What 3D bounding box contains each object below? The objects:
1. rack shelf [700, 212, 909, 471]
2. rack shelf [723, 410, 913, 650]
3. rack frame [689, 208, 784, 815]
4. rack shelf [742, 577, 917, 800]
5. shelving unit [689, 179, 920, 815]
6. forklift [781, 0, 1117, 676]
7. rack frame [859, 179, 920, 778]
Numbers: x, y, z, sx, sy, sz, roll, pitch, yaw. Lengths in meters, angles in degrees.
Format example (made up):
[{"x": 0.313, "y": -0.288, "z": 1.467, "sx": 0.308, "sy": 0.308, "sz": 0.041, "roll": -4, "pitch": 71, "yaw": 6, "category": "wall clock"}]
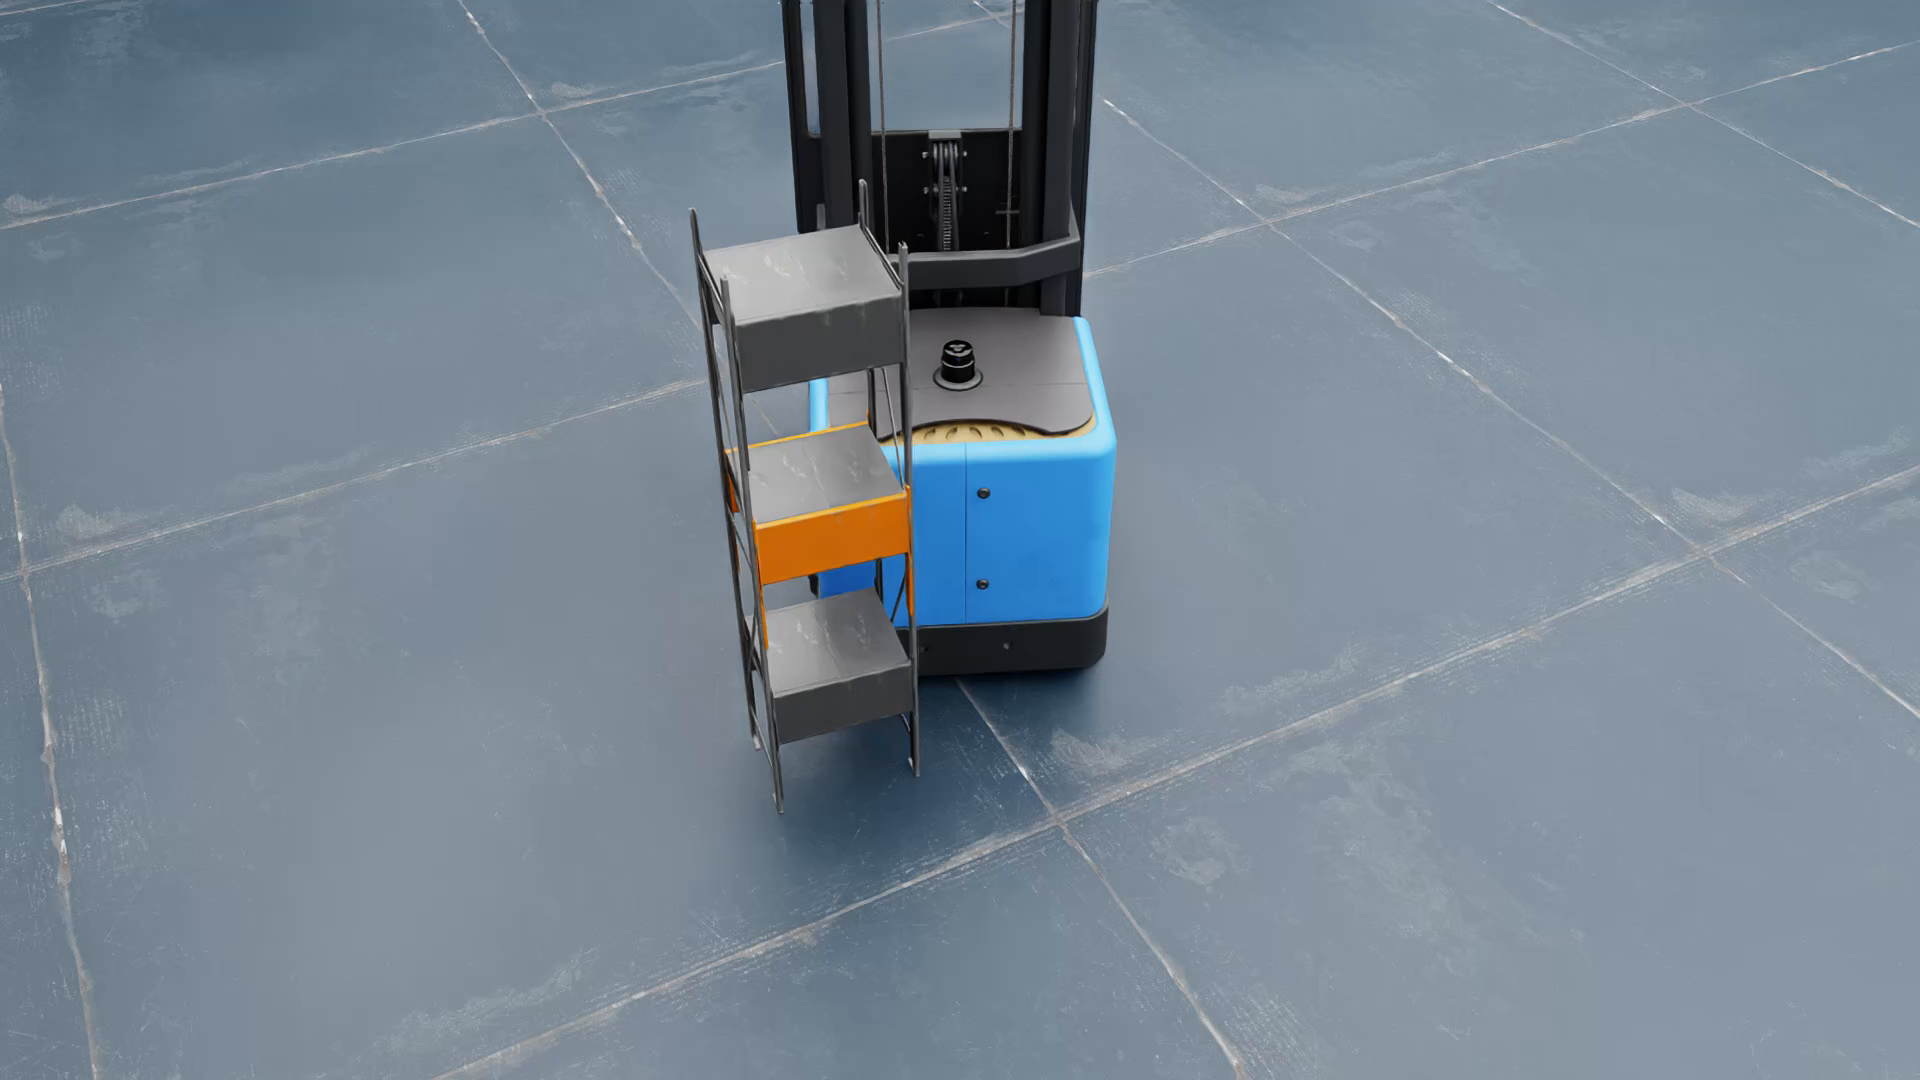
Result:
[{"x": -0.443, "y": -0.568, "z": 4.733, "sx": 0.480, "sy": 0.518, "sz": 0.431, "roll": -13, "pitch": 42, "yaw": -15, "category": "rack shelf"}, {"x": -0.443, "y": -0.034, "z": 5.186, "sx": 0.480, "sy": 0.518, "sz": 0.431, "roll": -13, "pitch": 42, "yaw": -15, "category": "rack shelf"}, {"x": -0.673, "y": 0.009, "z": 5.115, "sx": 0.015, "sy": 2.100, "sz": 0.400, "roll": -13, "pitch": 42, "yaw": -15, "category": "rack frame"}, {"x": -0.443, "y": 0.501, "z": 5.638, "sx": 0.480, "sy": 0.518, "sz": 0.431, "roll": -13, "pitch": 42, "yaw": -15, "category": "rack shelf"}, {"x": -0.443, "y": -0.044, "z": 5.177, "sx": 0.503, "sy": 2.100, "sz": 0.431, "roll": -13, "pitch": 42, "yaw": -15, "category": "shelving unit"}, {"x": -0.089, "y": -1.551, "z": 6.314, "sx": 1.130, "sy": 2.935, "sz": 3.031, "roll": -3, "pitch": 40, "yaw": -3, "category": "forklift"}, {"x": -0.213, "y": -0.097, "z": 5.239, "sx": 0.015, "sy": 2.100, "sz": 0.400, "roll": -13, "pitch": 42, "yaw": -15, "category": "rack frame"}]
